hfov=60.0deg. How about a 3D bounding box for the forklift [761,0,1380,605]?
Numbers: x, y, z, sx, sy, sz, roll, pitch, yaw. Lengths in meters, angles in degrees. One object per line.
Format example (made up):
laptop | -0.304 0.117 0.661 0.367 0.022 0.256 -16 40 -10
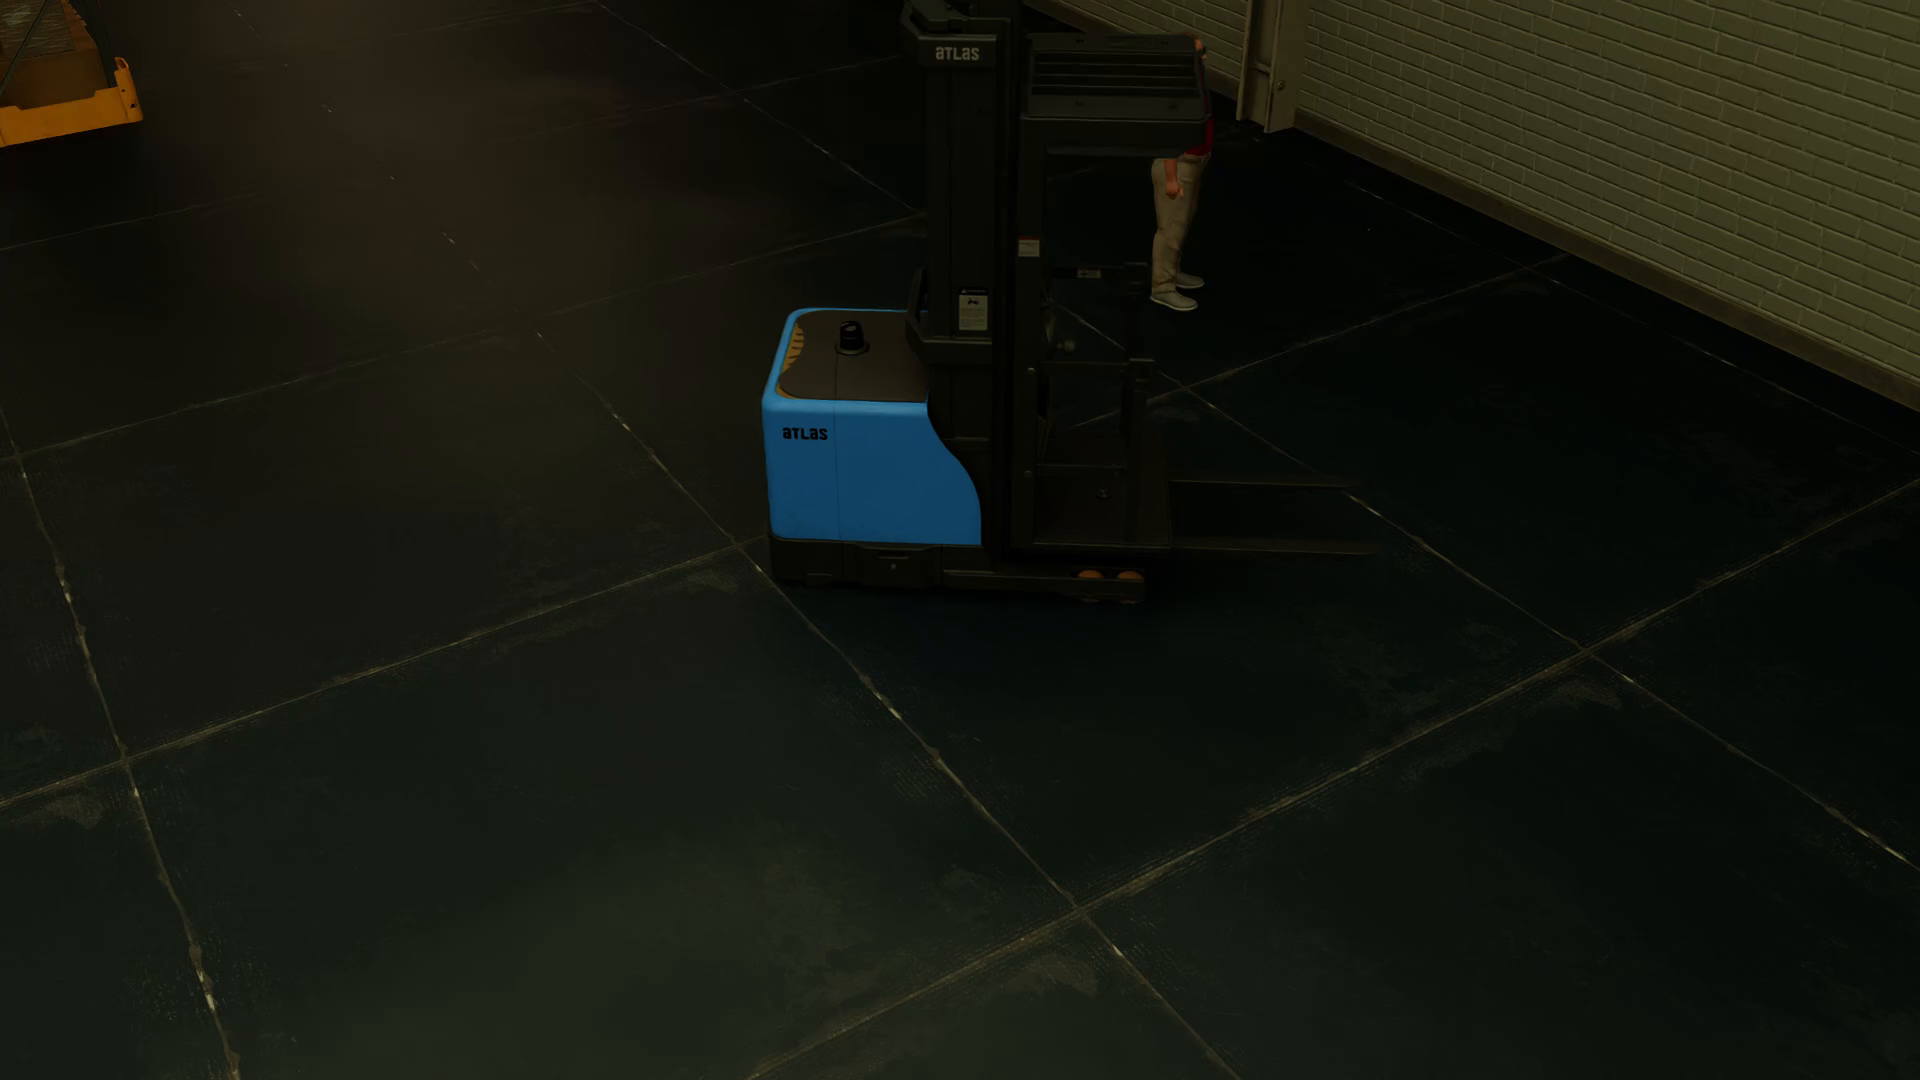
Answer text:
forklift | 0.586 -1.195 7.848 3.031 2.935 1.130 2 35 3

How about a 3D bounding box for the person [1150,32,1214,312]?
person | 1.419 -2.348 10.538 0.388 1.728 0.528 10 36 13
